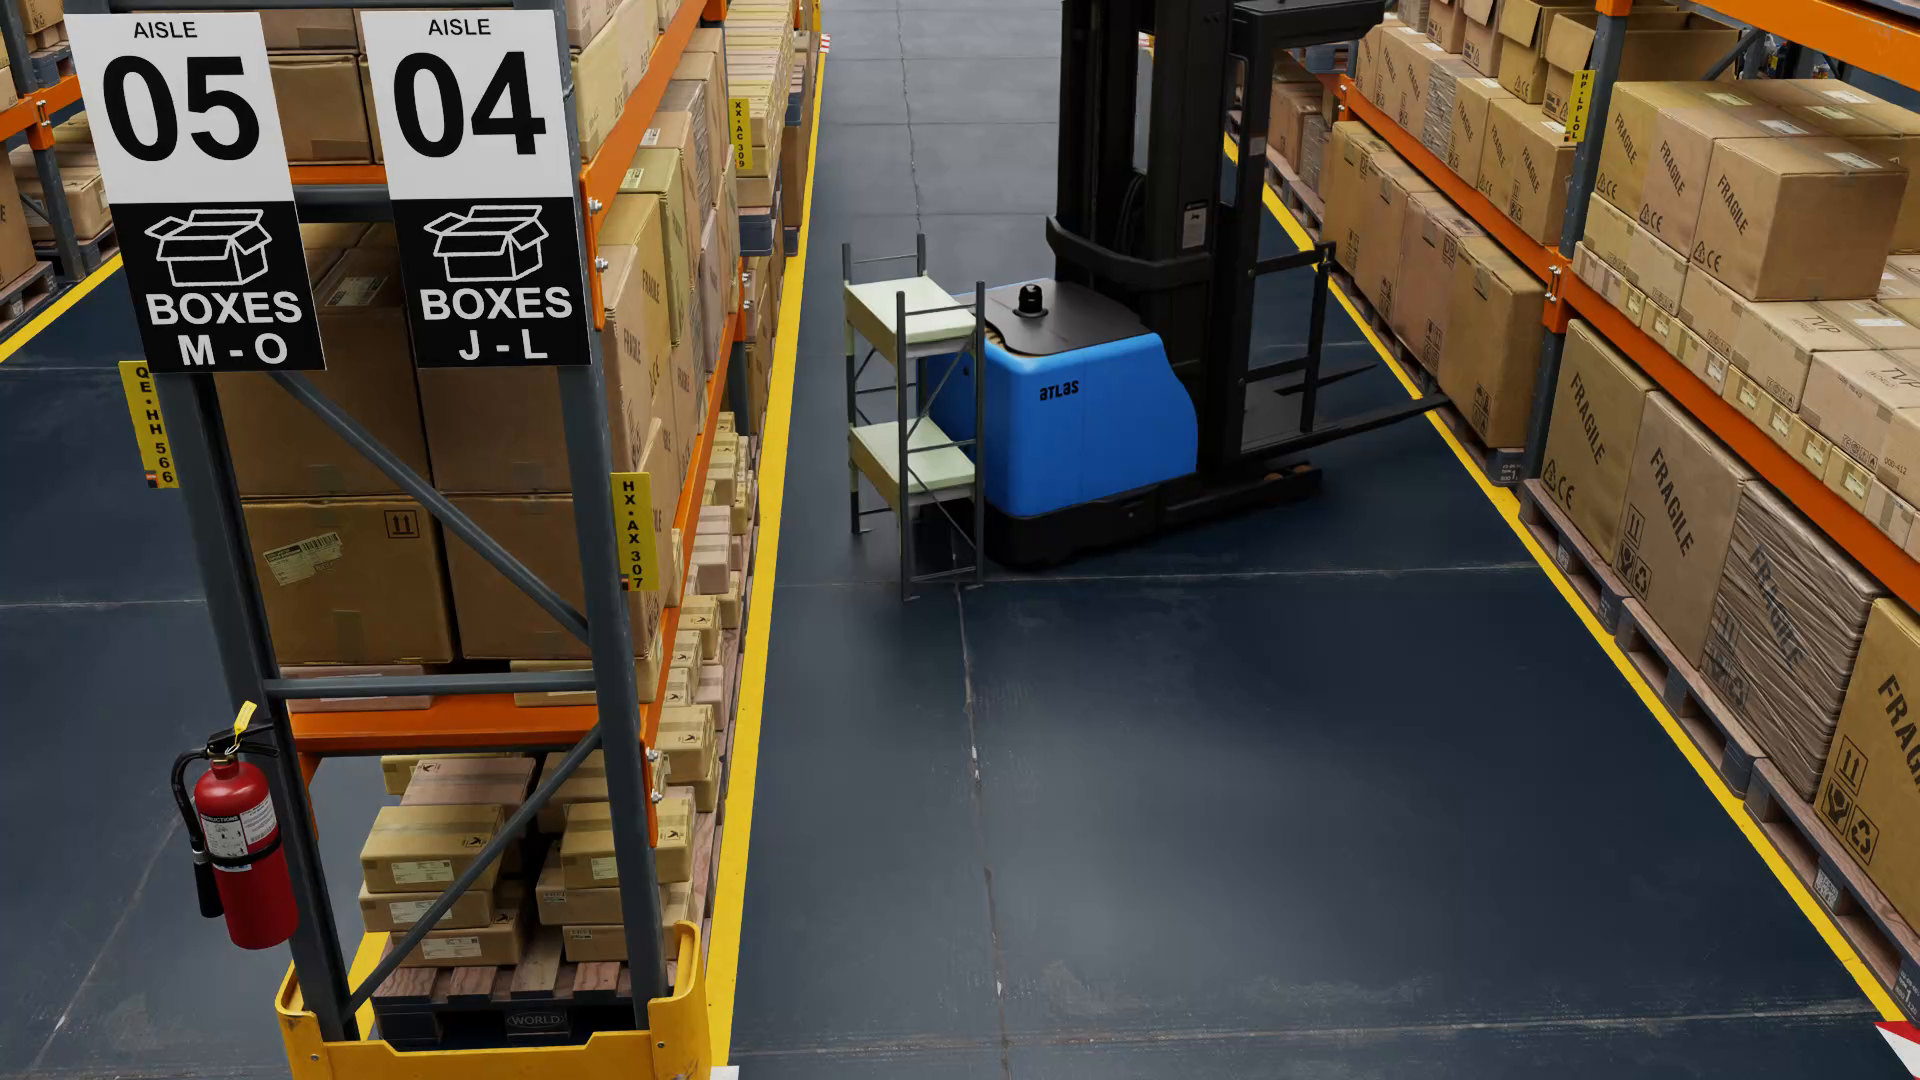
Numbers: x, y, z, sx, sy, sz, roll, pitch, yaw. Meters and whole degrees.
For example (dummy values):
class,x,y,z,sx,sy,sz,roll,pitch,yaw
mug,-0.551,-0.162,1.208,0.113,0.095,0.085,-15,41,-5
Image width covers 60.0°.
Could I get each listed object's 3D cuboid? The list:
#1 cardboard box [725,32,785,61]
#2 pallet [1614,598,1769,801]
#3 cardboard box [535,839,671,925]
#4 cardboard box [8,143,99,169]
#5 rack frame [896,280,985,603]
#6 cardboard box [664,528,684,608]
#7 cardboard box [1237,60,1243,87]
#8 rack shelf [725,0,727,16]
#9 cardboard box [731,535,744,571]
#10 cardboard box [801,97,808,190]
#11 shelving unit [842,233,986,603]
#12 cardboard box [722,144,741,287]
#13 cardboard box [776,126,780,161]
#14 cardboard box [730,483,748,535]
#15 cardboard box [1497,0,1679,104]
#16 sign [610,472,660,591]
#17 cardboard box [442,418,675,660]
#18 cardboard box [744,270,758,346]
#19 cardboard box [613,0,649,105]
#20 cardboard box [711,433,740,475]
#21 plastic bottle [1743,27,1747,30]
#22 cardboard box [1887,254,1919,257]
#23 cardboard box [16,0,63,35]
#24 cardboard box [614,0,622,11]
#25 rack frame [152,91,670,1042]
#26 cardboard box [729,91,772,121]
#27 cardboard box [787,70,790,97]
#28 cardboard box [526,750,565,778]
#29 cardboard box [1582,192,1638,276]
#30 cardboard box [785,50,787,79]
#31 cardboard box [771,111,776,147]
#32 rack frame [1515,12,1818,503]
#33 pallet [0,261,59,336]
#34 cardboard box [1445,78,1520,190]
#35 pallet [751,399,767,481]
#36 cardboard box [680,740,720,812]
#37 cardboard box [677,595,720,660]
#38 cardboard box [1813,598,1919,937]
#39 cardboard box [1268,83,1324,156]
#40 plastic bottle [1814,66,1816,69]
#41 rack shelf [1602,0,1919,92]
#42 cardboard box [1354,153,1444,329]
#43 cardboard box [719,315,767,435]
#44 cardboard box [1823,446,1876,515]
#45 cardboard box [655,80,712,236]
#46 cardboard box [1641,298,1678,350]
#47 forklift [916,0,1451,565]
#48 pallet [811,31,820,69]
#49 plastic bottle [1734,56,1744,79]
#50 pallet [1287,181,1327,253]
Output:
class,x,y,z,sx,sy,sz,roll,pitch,yaw
cardboard box,-1.215,-2.841,9.628,0.380,0.149,0.250,0,28,0
pallet,3.432,0.613,6.846,1.003,0.211,1.213,-1,28,-3
cardboard box,-1.117,1.077,5.248,0.380,0.149,0.250,0,28,0
cardboard box,-6.767,-2.772,12.708,0.950,0.372,0.625,-2,28,-4
rack frame,-0.082,-0.414,7.423,0.400,1.500,0.023,-10,29,-19
cardboard box,-1.050,0.091,5.103,0.380,0.149,0.250,-2,28,-4
cardboard box,2.968,-4.763,16.388,0.500,0.500,0.500,7,28,14
rack shelf,-1.659,-3.403,9.064,1.077,0.370,4.000,-1,28,-3
cardboard box,-1.185,0.025,7.587,0.380,0.149,0.250,-2,28,-4
cardboard box,-1.754,-3.191,13.103,1.050,0.750,0.750,-1,28,-2
shelving unit,-0.217,-0.572,7.724,0.431,1.500,0.755,-10,29,-19
cardboard box,-1.247,-1.428,7.314,0.500,0.500,0.500,-1,28,-3
cardboard box,-1.157,-2.095,8.841,0.380,0.149,0.250,-1,28,-2
cardboard box,-1.162,-0.136,7.575,0.380,0.149,0.250,-2,28,-4
cardboard box,3.338,-2.642,8.879,0.797,0.503,0.637,-1,28,-2
sign,-0.804,-0.018,4.104,0.100,0.325,0.005,-1,28,-3
cardboard box,-1.093,-0.011,4.597,0.500,0.500,0.500,0,28,0
cardboard box,-1.329,-1.226,8.795,0.500,0.250,0.500,-3,28,-5
cardboard box,-1.137,-1.341,4.496,0.500,0.250,0.500,-1,28,-1
cardboard box,-1.223,-0.379,7.718,0.380,0.149,0.250,-1,28,-2
plastic bottle,8.282,-5.302,17.634,0.061,0.283,0.133,-1,28,-1
cardboard box,3.719,-1.170,7.090,0.500,0.250,0.500,-1,28,-1
cardboard box,-6.494,-3.725,11.264,0.500,0.500,0.500,-2,28,-4
cardboard box,-1.137,-1.556,4.367,0.500,0.250,0.500,-2,28,-3
rack frame,-1.346,0.379,4.279,1.000,3.000,0.127,-1,28,-3
cardboard box,-1.136,-2.128,8.261,0.380,0.149,0.250,-1,28,-1
cardboard box,-1.244,-2.825,10.240,0.380,0.149,0.250,-2,28,-3
cardboard box,-1.598,0.722,5.929,0.380,0.149,0.250,-2,28,-3
cardboard box,3.167,-1.383,7.499,0.500,0.250,0.500,-2,28,-4
cardboard box,-1.228,-2.829,9.927,0.380,0.149,0.250,-2,28,-3
cardboard box,-1.145,-2.106,8.541,0.380,0.149,0.250,-1,28,-1
rack frame,3.404,-1.541,7.961,1.000,3.000,0.127,-1,28,-3
pallet,-6.735,-1.547,10.987,1.003,0.211,1.213,-1,28,-3
cardboard box,3.054,-2.265,9.240,0.500,0.500,0.500,-2,28,-3
pallet,-1.597,-0.591,9.155,1.003,0.211,1.213,-1,28,-3
cardboard box,-1.072,0.853,5.999,0.380,0.149,0.250,-1,28,-2
cardboard box,-1.122,0.336,6.348,0.380,0.149,0.250,-1,28,-2
cardboard box,3.500,0.768,5.376,0.875,0.875,0.875,-1,28,-3
cardboard box,3.033,-3.559,14.058,0.700,0.500,0.500,-4,28,-7
plastic bottle,8.343,-4.561,16.302,0.097,0.201,0.097,0,28,0
rack shelf,3.508,-1.628,5.663,1.077,0.370,4.000,-1,28,-3
cardboard box,3.249,-1.901,10.495,1.225,0.875,0.875,-1,28,-2
cardboard box,-1.328,-0.893,8.968,0.500,0.500,0.500,0,28,-1
cardboard box,3.211,-0.211,5.682,0.380,0.149,0.250,-2,28,-4
cardboard box,-1.215,-1.402,6.183,0.500,0.500,0.500,-1,28,-1
cardboard box,3.131,-0.921,7.043,0.380,0.149,0.250,-2,28,-4
forklift,1.296,-1.671,8.285,3.031,2.935,1.130,-15,31,-27
pallet,-2.061,-5.406,18.387,1.003,0.211,1.213,-1,28,-3
plastic bottle,7.578,-4.560,16.211,0.061,0.283,0.133,0,28,0
pallet,3.156,-2.513,12.840,1.003,0.211,1.213,-1,28,-3
